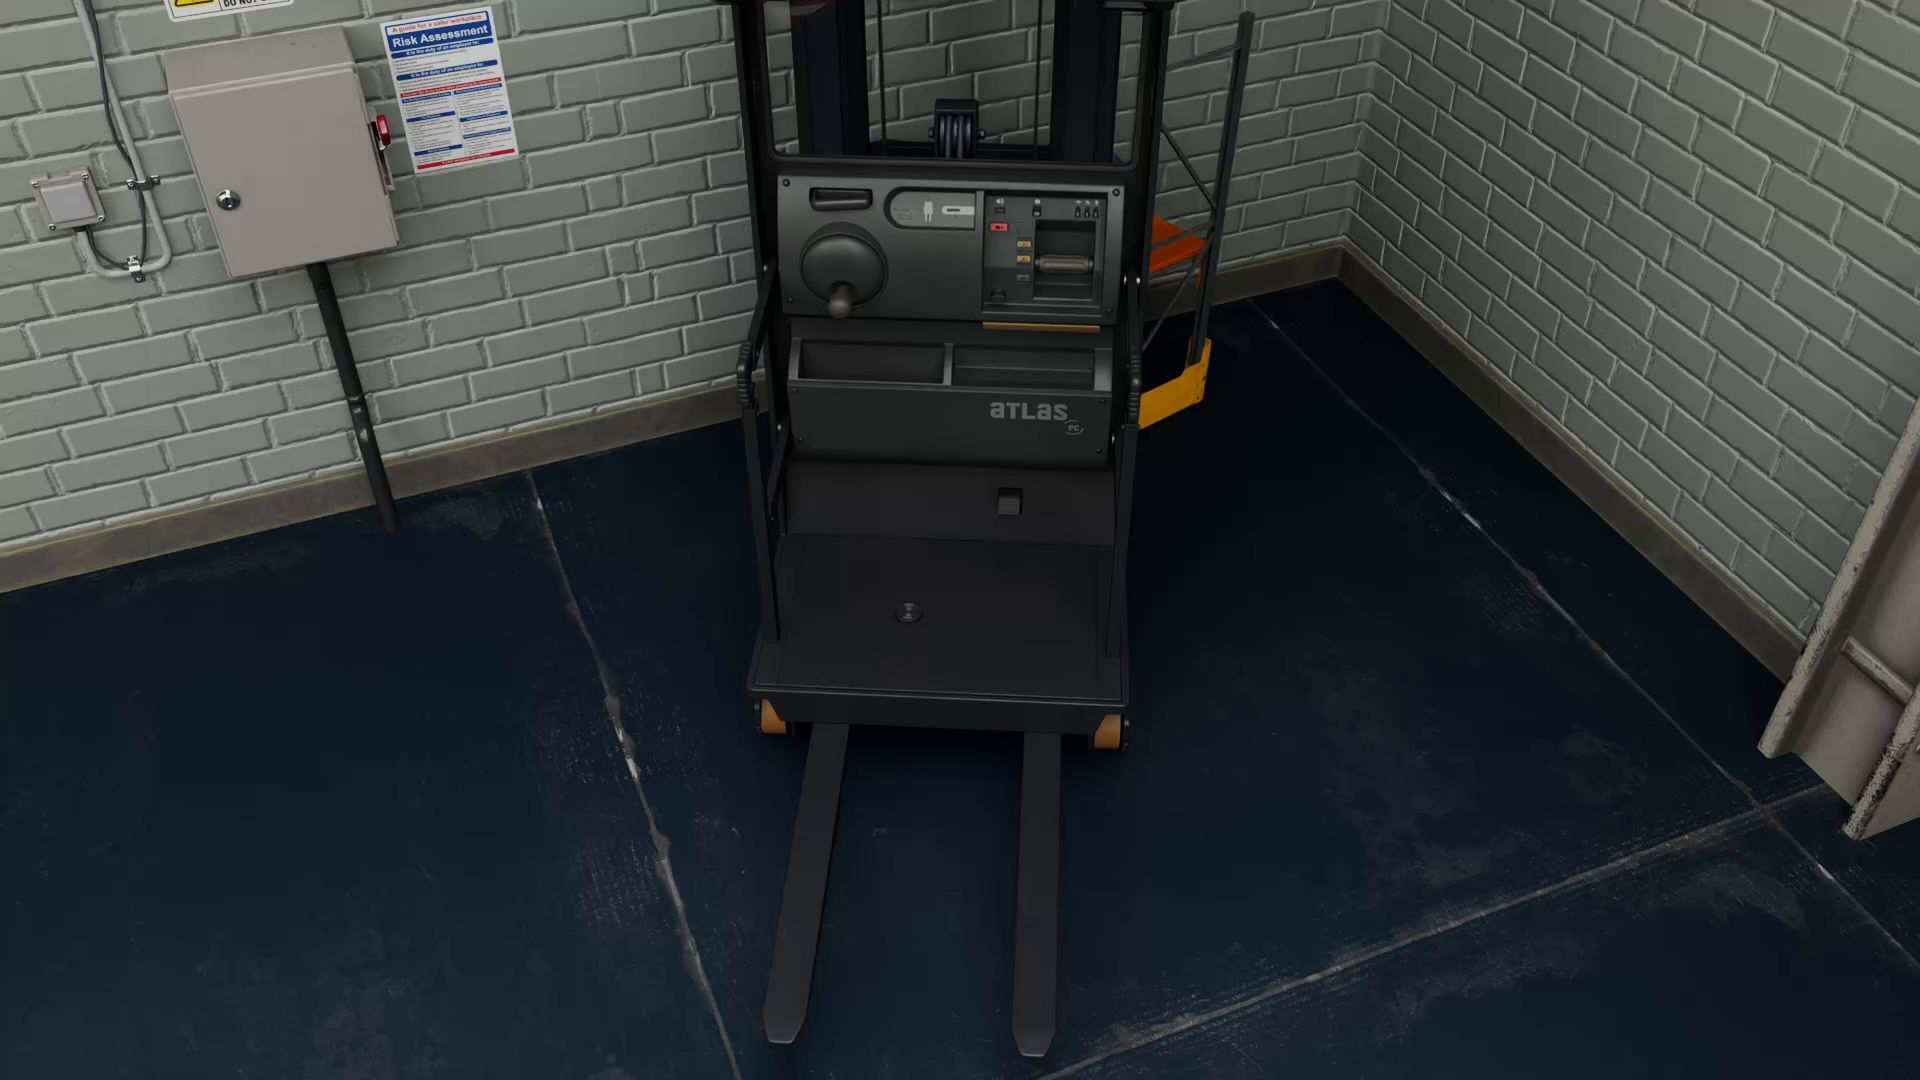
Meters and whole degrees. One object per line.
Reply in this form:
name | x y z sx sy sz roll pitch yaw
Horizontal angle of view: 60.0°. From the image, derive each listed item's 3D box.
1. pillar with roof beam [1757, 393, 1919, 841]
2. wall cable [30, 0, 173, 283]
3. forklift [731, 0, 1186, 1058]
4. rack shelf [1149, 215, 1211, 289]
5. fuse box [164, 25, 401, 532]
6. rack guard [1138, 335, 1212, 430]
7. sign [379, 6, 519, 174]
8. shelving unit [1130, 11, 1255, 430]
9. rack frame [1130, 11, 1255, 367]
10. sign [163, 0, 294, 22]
pillar with roof beam | -1.354 -1.635 0.749 9.100 9.000 0.400 -15 43 -17
wall cable | -2.636 -1.481 4.393 0.588 1.984 0.122 -15 43 -17
forklift | -0.038 -0.706 4.322 1.130 2.935 3.031 2 41 3
rack shelf | 0.393 -1.138 6.162 0.538 0.185 1.000 -26 46 -33
fuse box | -1.945 -0.683 5.232 0.539 1.711 0.414 -15 43 -17
rack guard | 0.696 -0.550 6.147 0.587 0.250 0.087 -26 46 -33
sign | -1.568 -1.384 5.131 0.329 0.494 0.001 -15 43 -17
shelving unit | 0.395 -1.285 6.059 0.587 1.500 1.083 -26 46 -33
rack frame | 0.735 -1.038 5.758 0.500 1.500 0.032 -26 46 -33
sign | -2.075 -1.596 4.672 0.339 0.242 0.001 -15 43 -17
